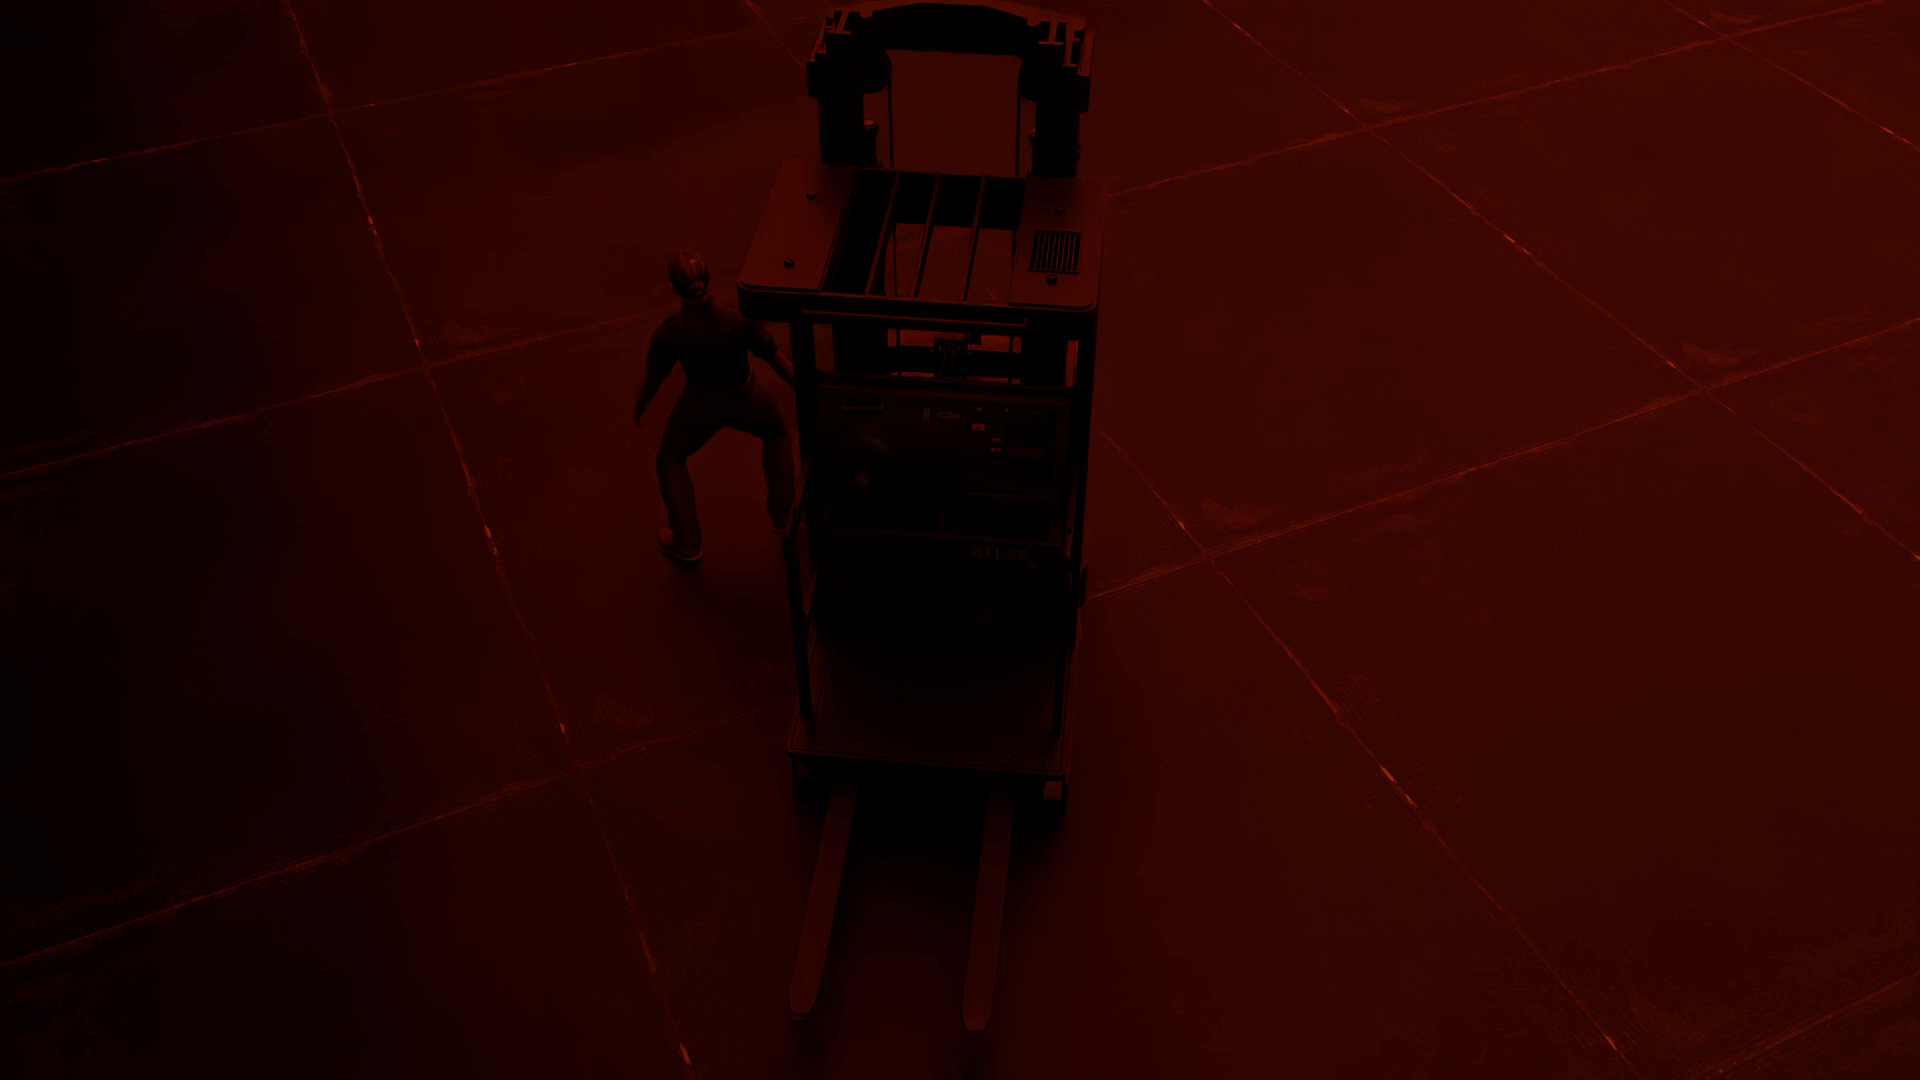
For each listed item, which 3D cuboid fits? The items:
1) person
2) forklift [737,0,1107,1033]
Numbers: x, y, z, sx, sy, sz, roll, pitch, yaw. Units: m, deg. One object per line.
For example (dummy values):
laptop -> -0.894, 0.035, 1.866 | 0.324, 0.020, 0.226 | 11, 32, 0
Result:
person -> -1.046, -0.618, 7.360 | 0.823, 1.575, 0.470 | -5, 43, -6
forklift -> -0.087, -0.273, 5.973 | 1.130, 2.935, 3.031 | 4, 43, 5
